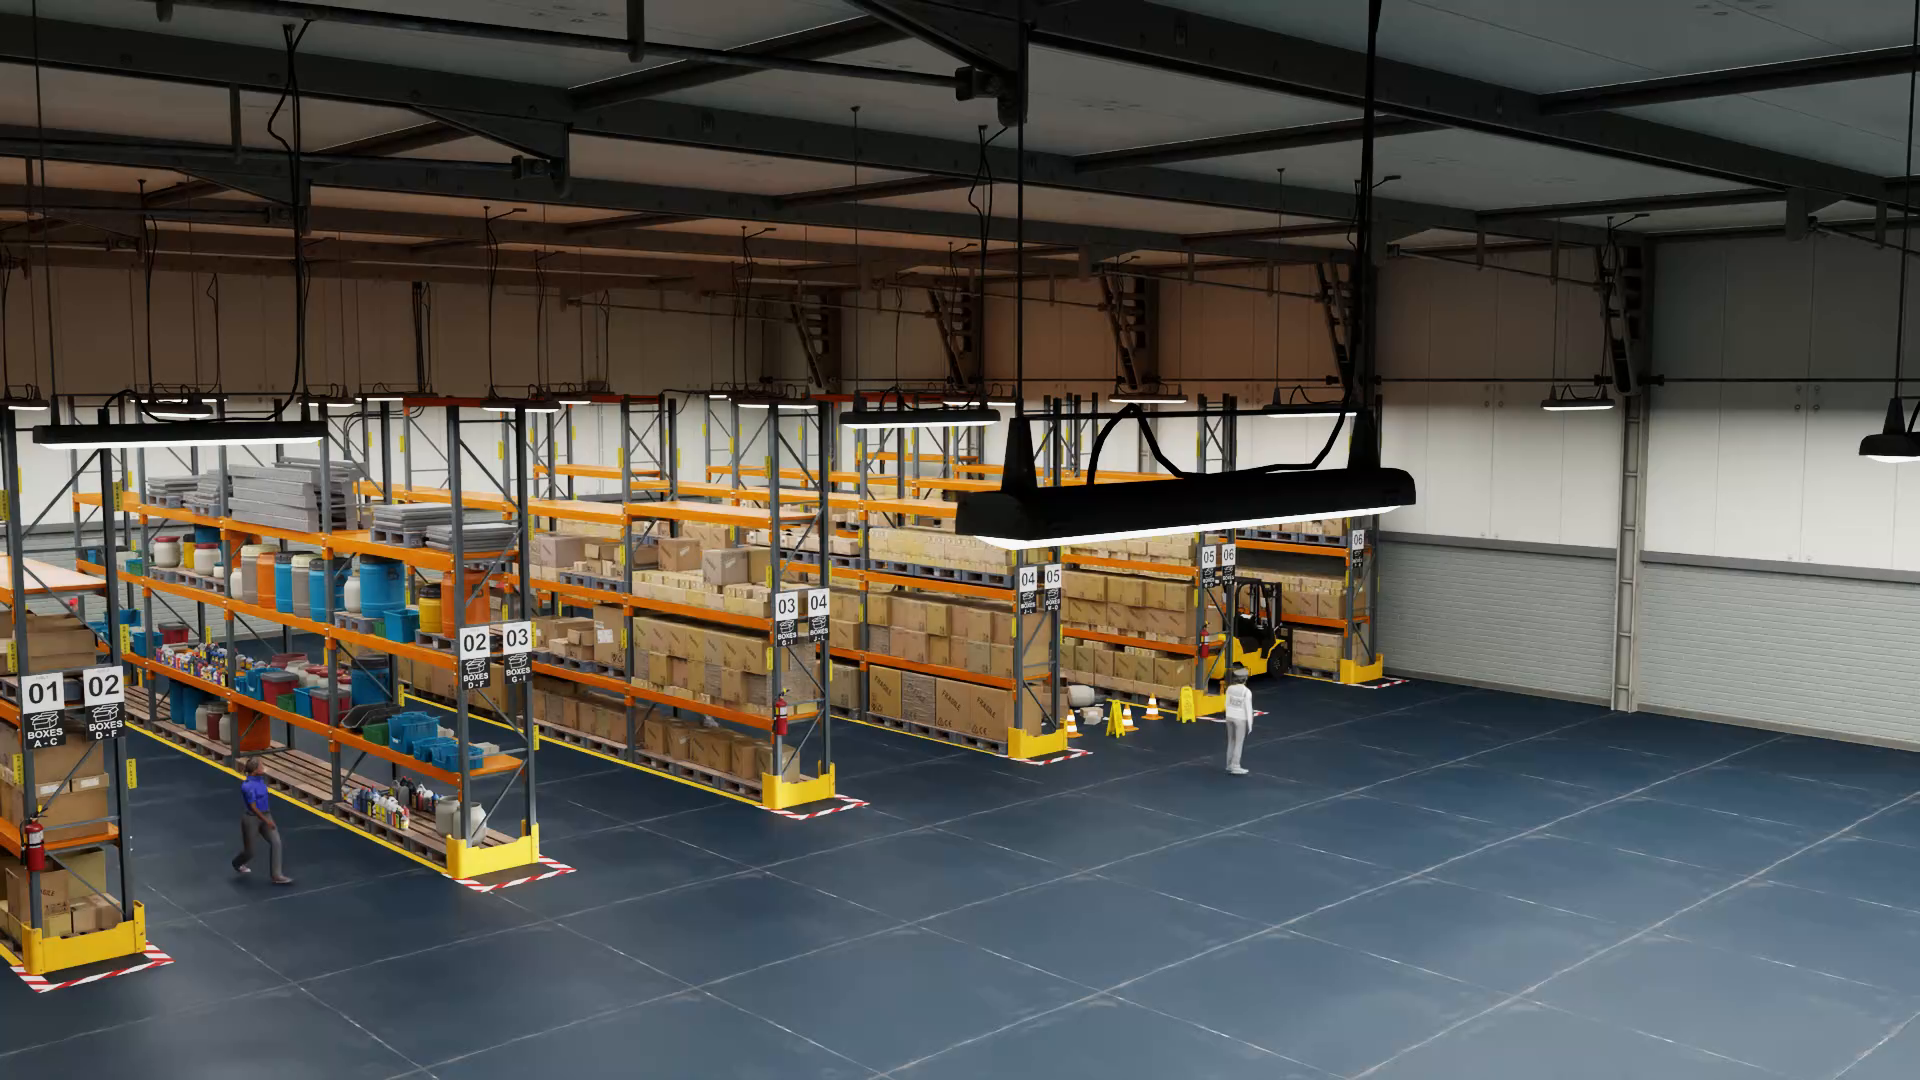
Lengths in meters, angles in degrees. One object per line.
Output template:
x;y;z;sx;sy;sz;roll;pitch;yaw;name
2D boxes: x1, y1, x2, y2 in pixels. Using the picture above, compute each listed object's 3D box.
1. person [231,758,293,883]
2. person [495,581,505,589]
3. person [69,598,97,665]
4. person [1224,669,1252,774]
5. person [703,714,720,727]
-8.827;3.525;20.933;0.953;1.577;0.412;3;6;28;person
-10.873;1.669;40.079;0.654;1.645;0.533;-4;7;-38;person
-18.397;2.084;34.790;1.053;1.736;0.543;1;6;14;person
4.472;2.917;26.717;0.514;1.688;0.351;5;8;45;person
-4.528;2.582;30.306;0.528;1.714;0.548;-1;6;-8;person
